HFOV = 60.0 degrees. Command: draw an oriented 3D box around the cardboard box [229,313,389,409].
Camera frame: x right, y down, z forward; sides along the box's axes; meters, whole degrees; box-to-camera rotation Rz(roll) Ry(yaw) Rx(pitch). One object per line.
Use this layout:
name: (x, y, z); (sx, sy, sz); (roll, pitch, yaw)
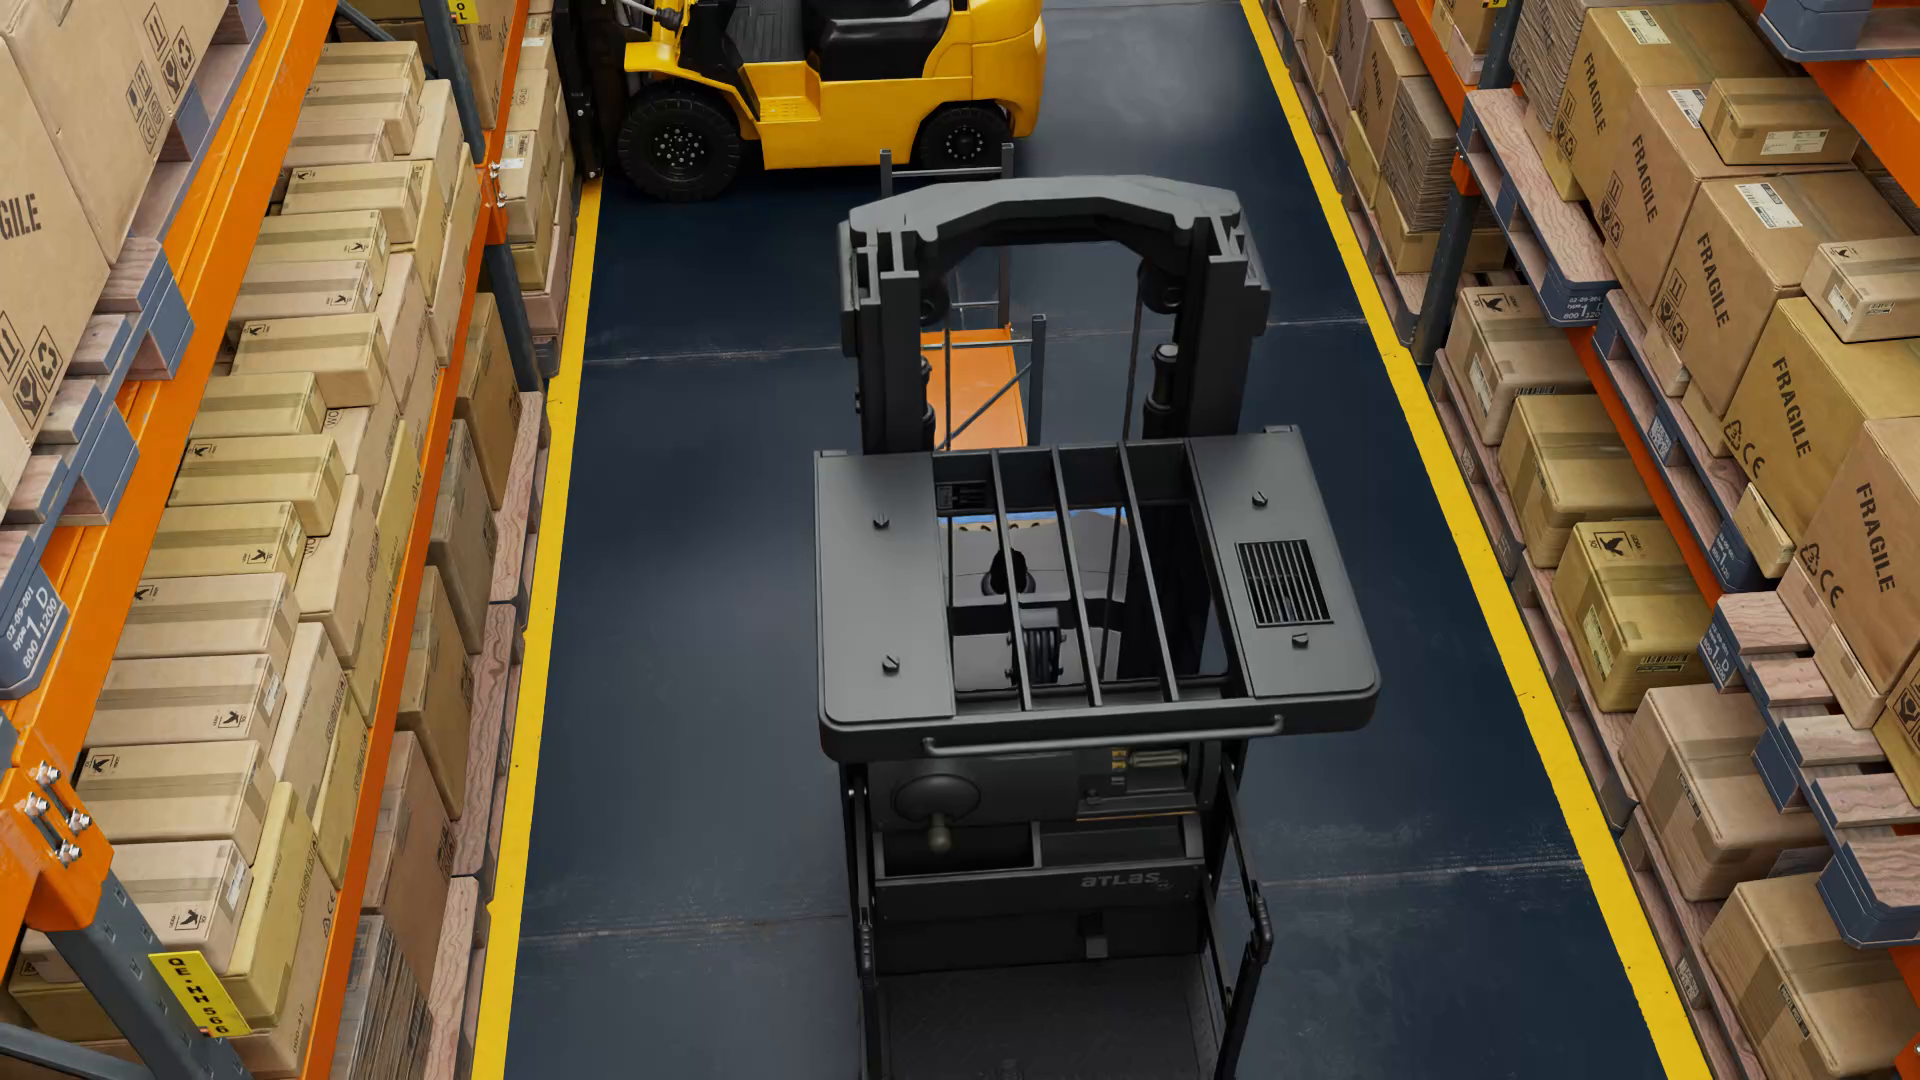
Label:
cardboard box: (-1.868, -0.510, 4.788); (0.380, 0.149, 0.250); (-5, 47, -4)

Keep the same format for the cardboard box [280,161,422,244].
cardboard box: (-1.942, -1.071, 5.320); (0.380, 0.149, 0.250); (-5, 47, -5)

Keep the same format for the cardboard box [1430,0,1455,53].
cardboard box: (2.234, -2.208, 7.084); (0.380, 0.149, 0.250); (-3, 47, -2)

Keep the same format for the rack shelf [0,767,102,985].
rack shelf: (-1.851, 1.961, 1.393); (1.077, 0.370, 4.000); (-3, 47, -3)

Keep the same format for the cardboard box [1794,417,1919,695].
cardboard box: (2.558, 0.028, 4.231); (0.500, 0.500, 0.500); (-4, 47, -4)

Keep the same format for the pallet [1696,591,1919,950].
pallet: (2.762, 0.551, 4.431); (1.213, 0.211, 1.003); (-3, 47, -3)

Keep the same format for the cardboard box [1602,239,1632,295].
cardboard box: (2.416, -0.969, 5.622); (0.380, 0.149, 0.250); (-3, 47, -3)

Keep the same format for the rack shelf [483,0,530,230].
rack shelf: (-2.521, -2.795, 7.963); (1.077, 0.370, 4.000); (-3, 47, -3)

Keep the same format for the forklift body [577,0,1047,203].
forklift body: (-0.711, -2.937, 8.186); (2.313, 2.155, 1.214); (-3, 47, -3)

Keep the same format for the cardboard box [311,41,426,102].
cardboard box: (-2.103, -1.619, 5.839); (0.380, 0.149, 0.250); (-2, 47, -2)

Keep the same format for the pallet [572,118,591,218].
pallet: (-2.483, -2.099, 8.729); (1.003, 0.211, 1.213); (-3, 47, -3)

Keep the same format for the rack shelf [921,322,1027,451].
rack shelf: (-0.007, -0.454, 6.531); (0.538, 0.185, 1.000); (-3, 47, -3)

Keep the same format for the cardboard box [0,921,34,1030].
cardboard box: (-2.333, 0.870, 3.756); (0.500, 0.250, 0.500); (-3, 47, -2)

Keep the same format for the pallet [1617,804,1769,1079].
pallet: (2.864, 1.387, 5.427); (1.003, 0.211, 1.213); (-3, 47, -3)

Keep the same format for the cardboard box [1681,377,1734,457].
cardboard box: (2.457, -0.403, 5.086); (0.380, 0.149, 0.250); (-5, 47, -5)

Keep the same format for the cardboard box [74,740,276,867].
cardboard box: (-1.775, 0.599, 3.737); (0.380, 0.149, 0.250); (-3, 47, -2)

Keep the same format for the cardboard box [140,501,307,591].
cardboard box: (-1.908, 0.047, 4.261); (0.380, 0.149, 0.250); (-3, 47, -3)

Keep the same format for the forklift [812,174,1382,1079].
forklift: (0.240, 0.700, 4.204); (1.130, 2.935, 3.031); (-3, 47, -3)

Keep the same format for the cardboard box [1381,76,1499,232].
cardboard box: (2.276, -1.769, 7.584); (0.500, 0.500, 0.500); (-4, 47, -4)

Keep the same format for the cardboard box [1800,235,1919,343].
cardboard box: (2.509, -0.677, 4.452); (0.380, 0.149, 0.250); (-6, 47, -5)

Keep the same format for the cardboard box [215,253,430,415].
cardboard box: (-1.970, -0.634, 5.180); (0.500, 0.250, 0.500); (-3, 47, -3)

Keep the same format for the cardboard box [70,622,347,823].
cardboard box: (-1.853, 0.480, 4.125); (0.500, 0.250, 0.500); (-2, 47, -2)

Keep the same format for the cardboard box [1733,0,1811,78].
cardboard box: (2.903, -1.502, 5.680); (0.500, 0.500, 0.500); (-3, 47, -3)

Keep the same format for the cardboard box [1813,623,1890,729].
cardboard box: (2.505, 0.344, 4.379); (0.380, 0.149, 0.250); (-4, 47, -4)

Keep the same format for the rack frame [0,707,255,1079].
rack frame: (-2.015, 1.298, 3.591); (0.949, 2.616, 0.053); (-3, 47, -3)

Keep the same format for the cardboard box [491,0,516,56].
cardboard box: (-2.190, -2.343, 6.970); (0.500, 0.500, 0.500); (-3, 47, -3)

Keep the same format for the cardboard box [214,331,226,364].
cardboard box: (-2.503, -0.597, 5.145); (0.500, 0.250, 0.500); (-5, 47, -4)

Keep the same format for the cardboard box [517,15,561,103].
cardboard box: (-2.167, -2.237, 7.855); (0.500, 0.250, 0.500); (-2, 47, -2)

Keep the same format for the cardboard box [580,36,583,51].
cardboard box: (-2.241, -2.792, 8.725); (0.500, 0.250, 0.500); (-4, 47, -4)

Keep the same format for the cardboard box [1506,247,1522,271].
cardboard box: (2.812, -1.542, 7.886); (0.500, 0.250, 0.500); (-5, 47, -5)

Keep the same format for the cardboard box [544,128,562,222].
cardboard box: (-2.130, -1.699, 7.690); (0.500, 0.250, 0.500); (-4, 47, -4)

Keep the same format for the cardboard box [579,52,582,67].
cardboard box: (-2.203, -2.271, 8.575); (0.500, 0.250, 0.500); (-2, 47, -2)

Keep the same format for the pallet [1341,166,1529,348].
pallet: (2.501, -1.425, 8.091); (1.003, 0.211, 1.213); (-3, 47, -3)

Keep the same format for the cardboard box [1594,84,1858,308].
cardboard box: (2.416, -1.104, 5.303); (0.500, 0.500, 0.500); (-4, 47, -4)

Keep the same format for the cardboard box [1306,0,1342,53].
cardboard box: (2.134, -2.892, 8.647); (0.500, 0.500, 0.500); (-3, 47, -3)

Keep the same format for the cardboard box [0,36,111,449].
cardboard box: (-1.836, -0.485, 2.787); (0.500, 0.500, 0.500); (-3, 47, -3)

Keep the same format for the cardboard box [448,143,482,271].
cardboard box: (-2.050, -1.195, 6.056); (0.500, 0.250, 0.500); (-3, 47, -2)

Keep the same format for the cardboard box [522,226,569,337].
cardboard box: (-2.064, -1.165, 7.528); (0.500, 0.250, 0.500); (-3, 47, -3)

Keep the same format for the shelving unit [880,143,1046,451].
shelving unit: (-0.006, -0.571, 6.394); (0.587, 1.500, 1.083); (-3, 47, -3)

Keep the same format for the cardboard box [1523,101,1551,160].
cardboard box: (2.324, -1.539, 6.162); (0.380, 0.149, 0.250); (-3, 47, -3)

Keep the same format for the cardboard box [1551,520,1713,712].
cardboard box: (2.763, 0.261, 6.094); (0.950, 0.372, 0.625); (-2, 47, -2)

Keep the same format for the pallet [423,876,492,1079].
pallet: (-2.048, 1.659, 5.170); (1.003, 0.211, 1.213); (-3, 47, -3)

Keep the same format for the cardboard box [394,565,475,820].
cardboard box: (-2.176, 0.559, 5.637); (0.875, 0.625, 0.625); (-5, 47, -5)

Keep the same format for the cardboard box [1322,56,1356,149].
cardboard box: (2.183, -2.263, 8.569); (0.500, 0.250, 0.500); (-3, 47, -3)

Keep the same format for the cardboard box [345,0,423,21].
cardboard box: (-2.118, -2.100, 6.293); (0.380, 0.149, 0.250); (-4, 47, -4)

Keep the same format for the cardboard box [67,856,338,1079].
cardboard box: (-1.812, 1.014, 3.963); (0.500, 0.250, 0.500); (-3, 47, -3)

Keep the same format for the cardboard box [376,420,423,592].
cardboard box: (-1.941, -0.098, 5.016); (0.500, 0.250, 0.500); (-2, 47, -2)

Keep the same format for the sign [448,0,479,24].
sign: (-1.813, -2.007, 5.978); (0.100, 0.325, 0.005); (-3, 47, -3)
